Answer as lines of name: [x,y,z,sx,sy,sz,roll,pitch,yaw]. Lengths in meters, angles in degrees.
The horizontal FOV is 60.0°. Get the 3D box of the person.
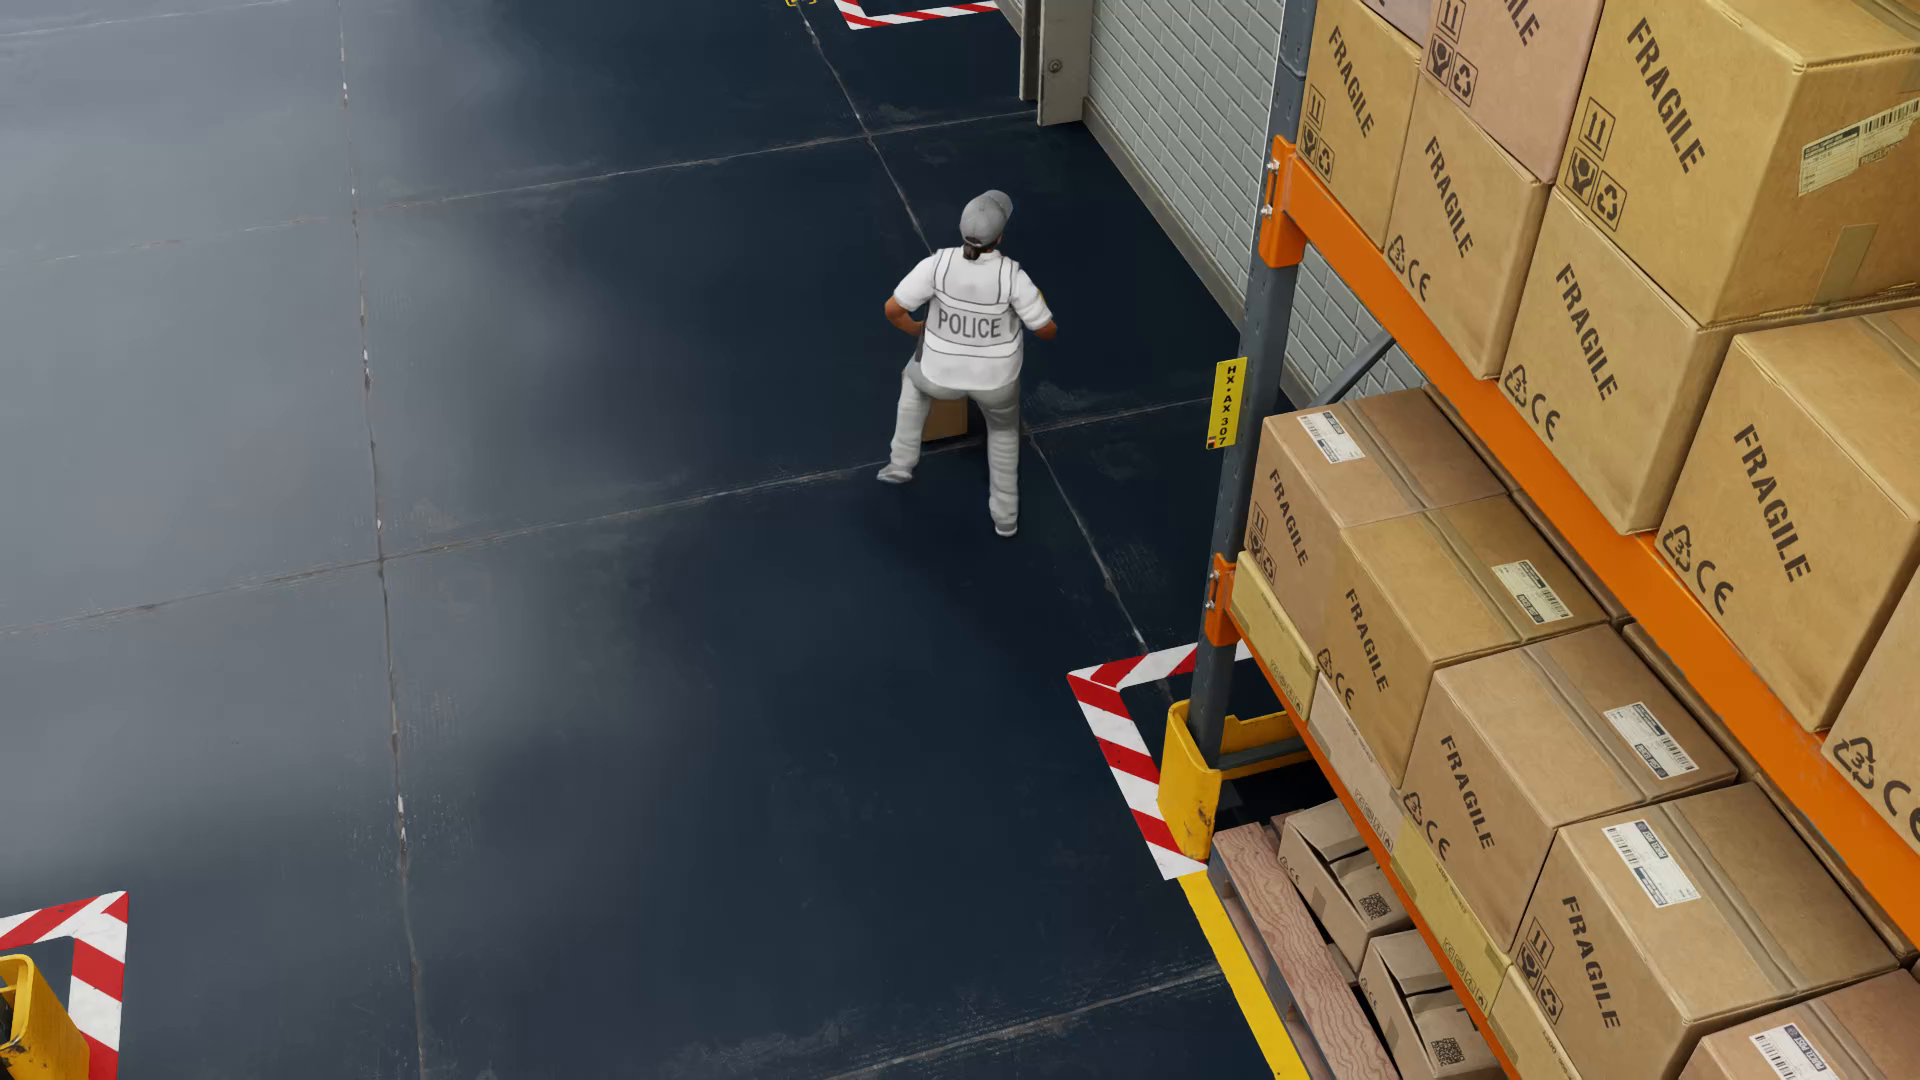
person: [0.008,-0.782,7.035,0.781,1.633,0.533,1,43,2]
